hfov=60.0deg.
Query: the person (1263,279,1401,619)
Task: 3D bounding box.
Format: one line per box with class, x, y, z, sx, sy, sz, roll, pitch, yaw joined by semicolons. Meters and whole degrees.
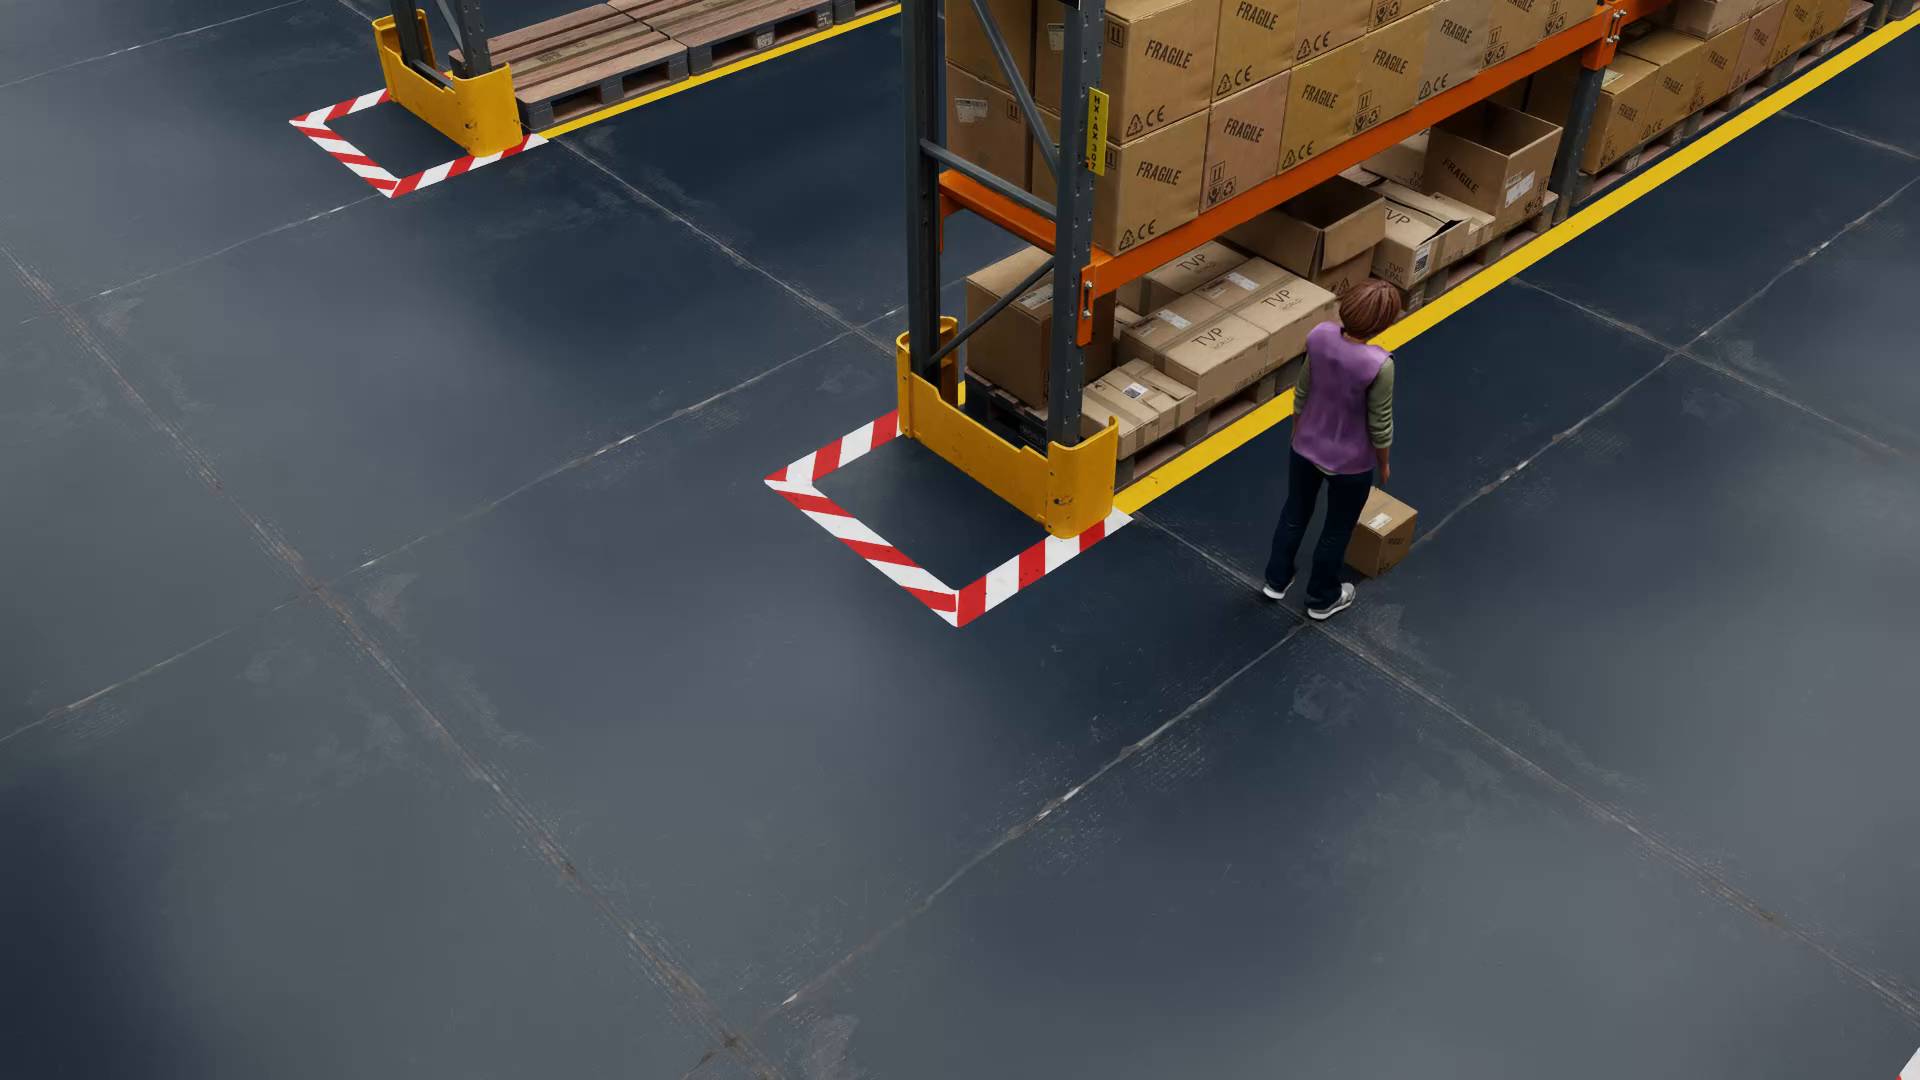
person;1.493;-0.338;6.568;0.447;1.627;0.348;33;50;33
